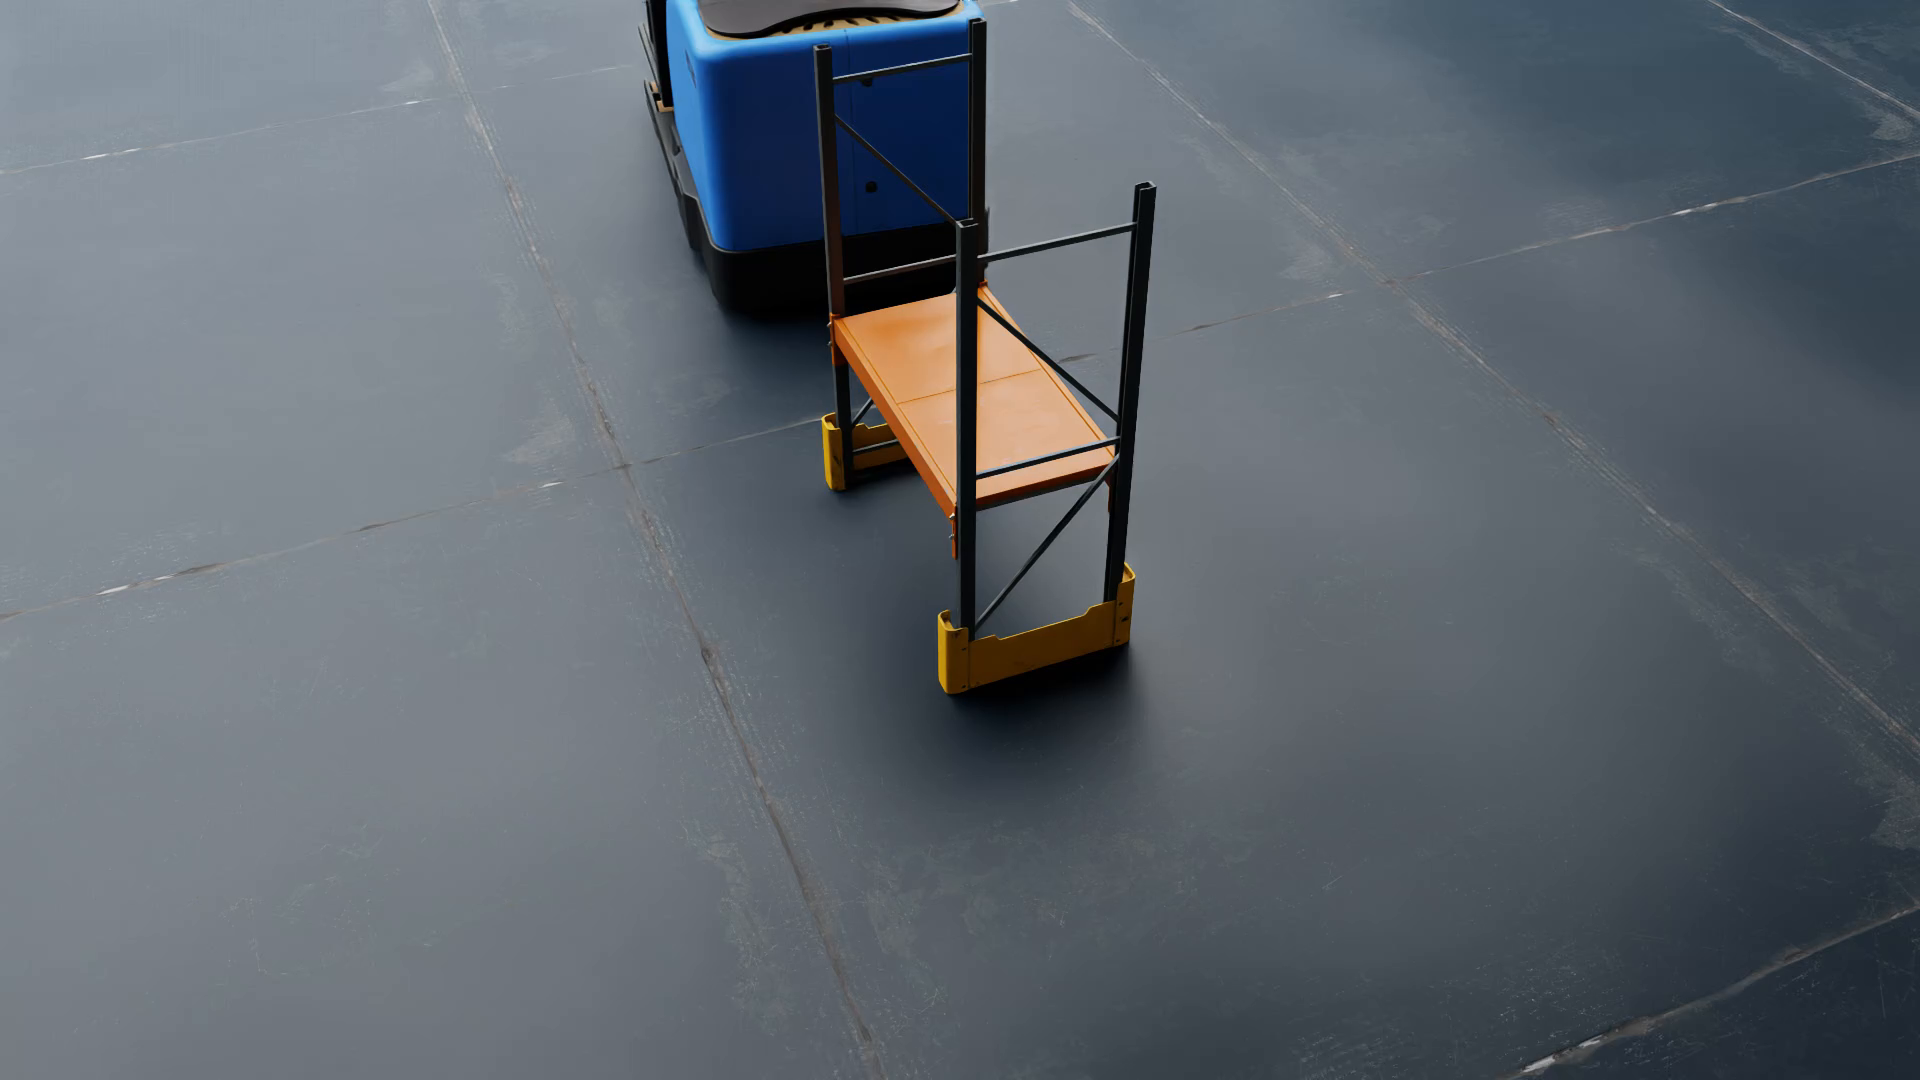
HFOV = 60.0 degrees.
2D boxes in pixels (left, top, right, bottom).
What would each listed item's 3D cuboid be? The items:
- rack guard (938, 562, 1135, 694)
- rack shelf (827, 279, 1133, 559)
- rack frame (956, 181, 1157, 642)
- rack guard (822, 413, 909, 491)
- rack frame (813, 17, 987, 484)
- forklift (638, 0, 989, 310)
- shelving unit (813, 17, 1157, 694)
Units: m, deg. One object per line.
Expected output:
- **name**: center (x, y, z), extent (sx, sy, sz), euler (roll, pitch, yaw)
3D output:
- **rack guard**: center (0.220, 0.251, 4.766), extent (0.587, 0.250, 0.087), euler (-15, 43, -17)
- **rack shelf**: center (0.033, -0.381, 4.819), extent (0.538, 0.185, 1.000), euler (-15, 43, -17)
- **rack frame**: center (0.227, -0.211, 4.345), extent (0.500, 1.500, 0.032), euler (-15, 43, -17)
- **rack guard**: center (-0.161, -0.349, 5.464), extent (0.587, 0.250, 0.087), euler (-15, 43, -17)
- **rack frame**: center (-0.162, -0.823, 5.057), extent (0.500, 1.500, 0.032), euler (-15, 43, -17)
- **forklift**: center (-0.778, -2.931, 6.410), extent (1.130, 2.935, 3.031), euler (-10, 42, -12)
- **shelving unit**: center (0.029, -0.523, 4.708), extent (0.587, 1.500, 1.083), euler (-15, 43, -17)
